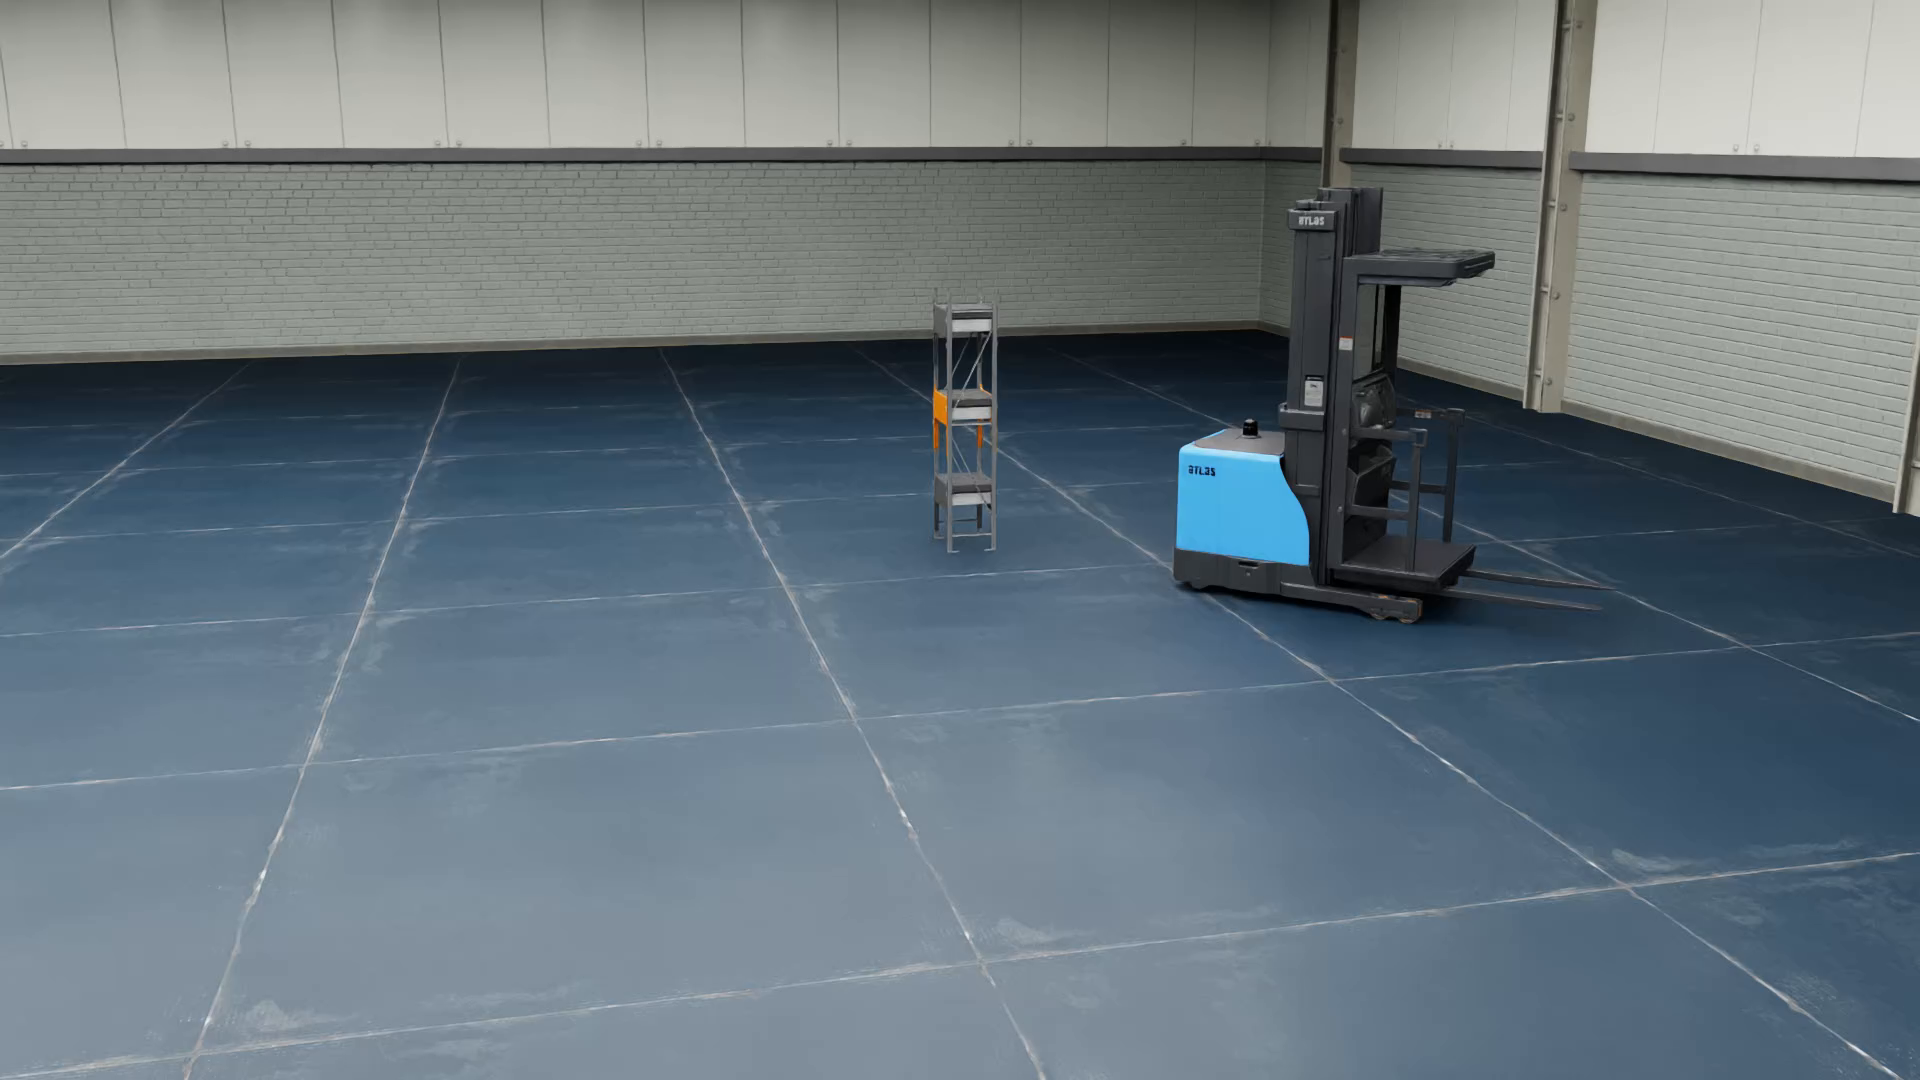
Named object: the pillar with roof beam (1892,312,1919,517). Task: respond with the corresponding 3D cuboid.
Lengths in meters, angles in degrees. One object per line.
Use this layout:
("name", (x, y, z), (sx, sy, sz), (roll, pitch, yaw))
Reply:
("pillar with roof beam", (4.396, -4.348, 12.763), (9.100, 9.000, 0.400), (-3, 14, -13))

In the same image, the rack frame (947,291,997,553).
("rack frame", (0.096, -0.926, 13.291), (0.400, 2.100, 0.015), (-3, 14, -13))

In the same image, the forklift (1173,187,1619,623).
("forklift", (3.132, -0.988, 11.796), (3.031, 2.935, 1.130), (8, 16, 29))

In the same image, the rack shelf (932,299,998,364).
("rack shelf", (0.039, -1.649, 13.359), (0.431, 0.518, 0.480), (-3, 14, -13))

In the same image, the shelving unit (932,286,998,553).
("shelving unit", (0.039, -0.982, 13.522), (0.431, 2.100, 0.503), (-3, 14, -13))

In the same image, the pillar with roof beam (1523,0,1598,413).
("pillar with roof beam", (2.987, -5.732, 18.429), (9.100, 9.000, 0.400), (-3, 14, -13))

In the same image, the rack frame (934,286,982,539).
("rack frame", (-0.018, -1.038, 13.752), (0.400, 2.100, 0.015), (-3, 14, -13))

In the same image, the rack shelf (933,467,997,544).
("rack shelf", (0.039, -0.289, 13.691), (0.431, 0.518, 0.480), (-3, 14, -13))

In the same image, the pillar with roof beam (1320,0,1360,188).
("pillar with roof beam", (1.578, -7.116, 24.094), (9.100, 9.000, 0.400), (-3, 14, -13))

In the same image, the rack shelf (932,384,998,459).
("rack shelf", (0.039, -0.969, 13.525), (0.431, 0.518, 0.480), (-3, 14, -13))
